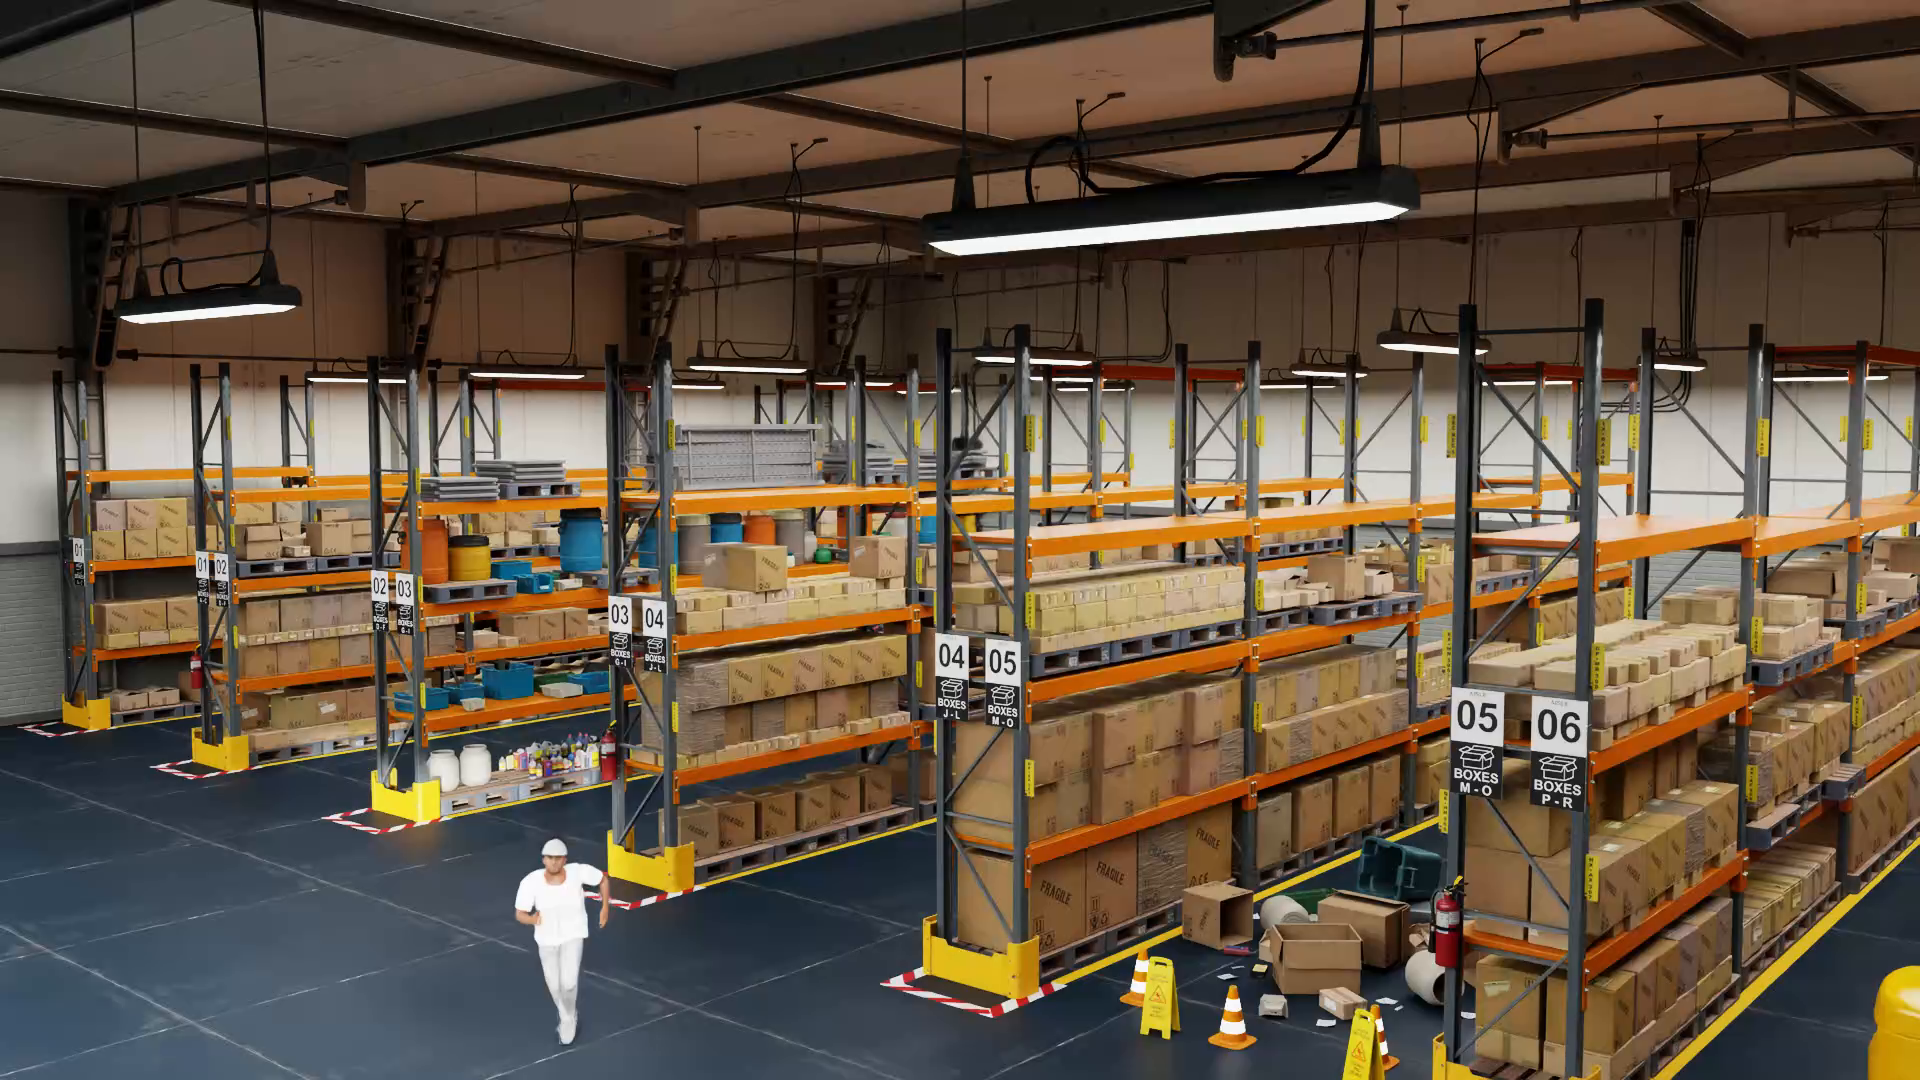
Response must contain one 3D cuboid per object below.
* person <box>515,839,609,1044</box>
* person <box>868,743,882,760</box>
[{"bbox_3d":[-3.275,3.291,13.695,0.737,1.720,0.784,-1,4,-7],"label":"person"},{"bbox_3d":[-1.451,2.502,25.183,0.639,1.713,0.690,3,5,35],"label":"person"}]
